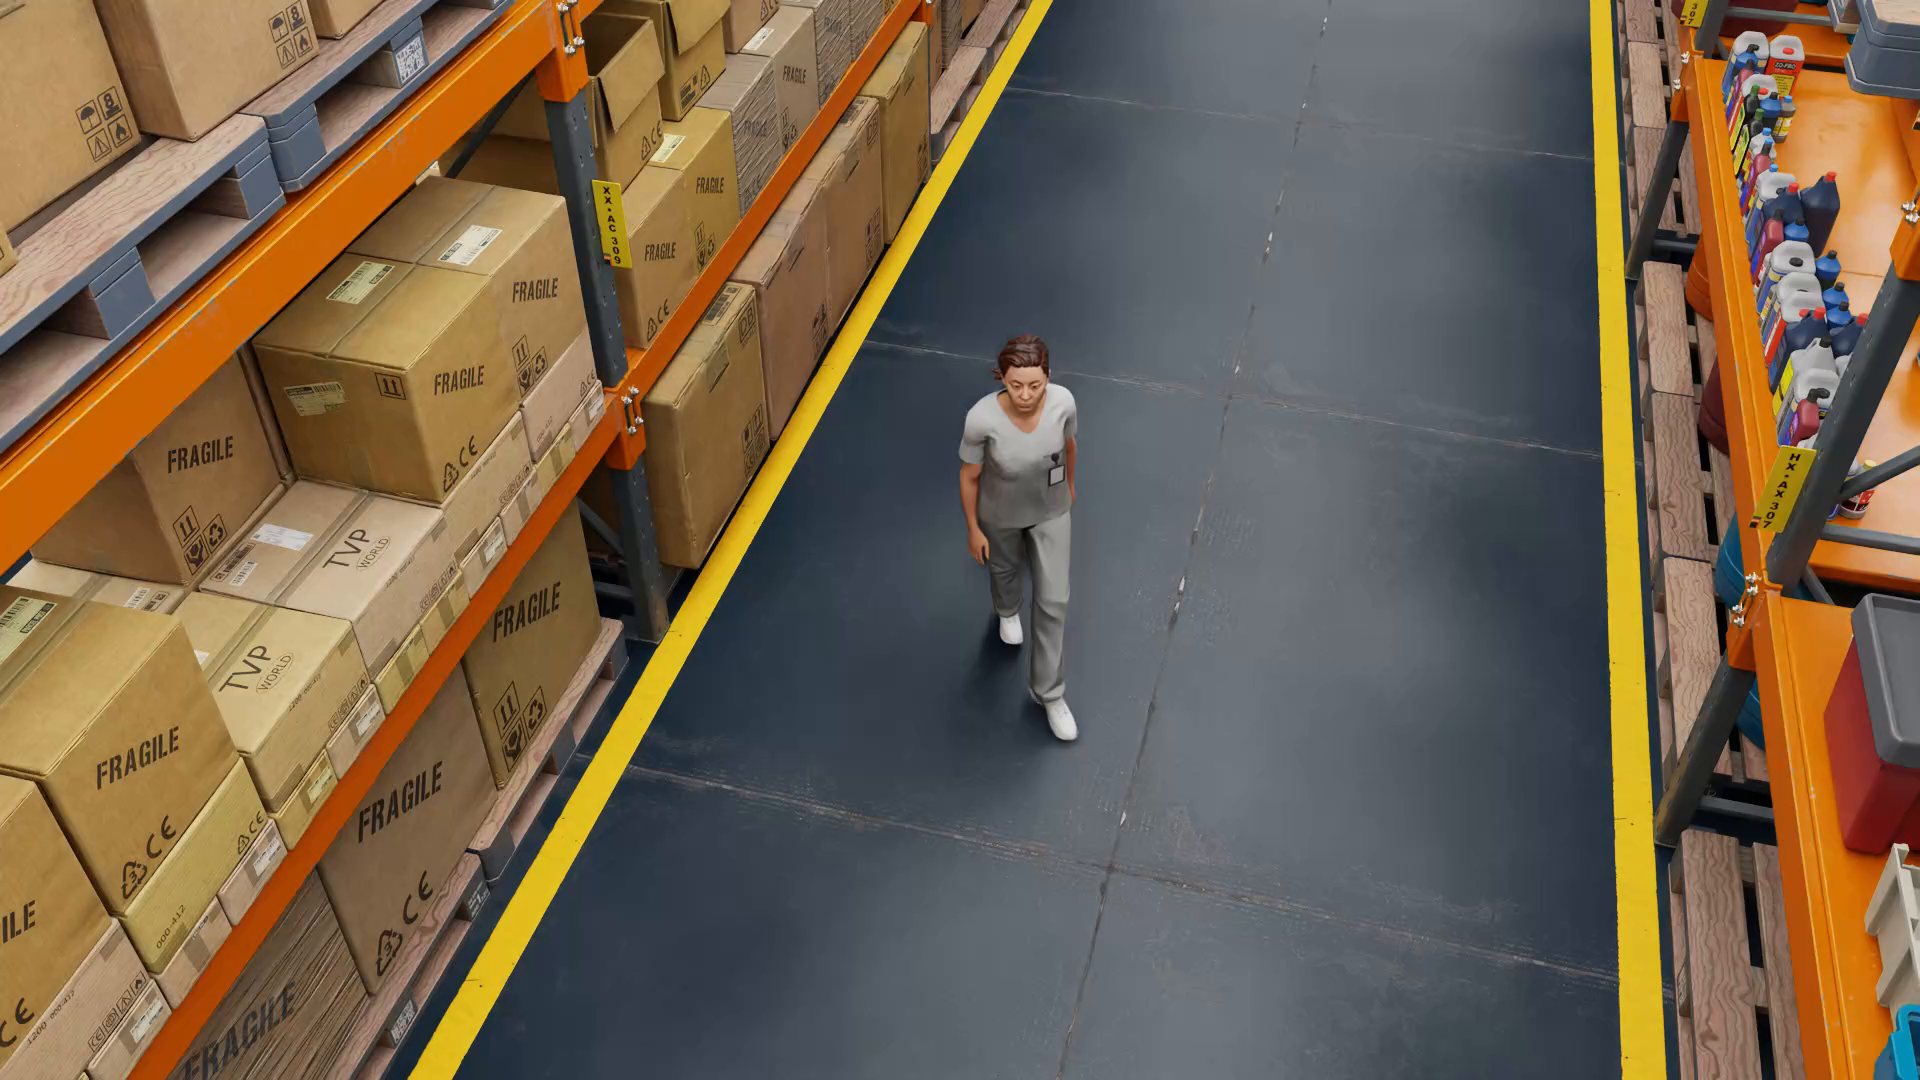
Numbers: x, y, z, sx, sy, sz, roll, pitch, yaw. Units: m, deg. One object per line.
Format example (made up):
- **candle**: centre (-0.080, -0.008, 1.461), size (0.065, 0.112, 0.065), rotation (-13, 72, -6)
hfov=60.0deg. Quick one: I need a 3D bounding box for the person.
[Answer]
- **person**: centre (0.226, -0.082, 6.265), size (0.470, 1.662, 0.807), rotation (-4, 41, -4)
